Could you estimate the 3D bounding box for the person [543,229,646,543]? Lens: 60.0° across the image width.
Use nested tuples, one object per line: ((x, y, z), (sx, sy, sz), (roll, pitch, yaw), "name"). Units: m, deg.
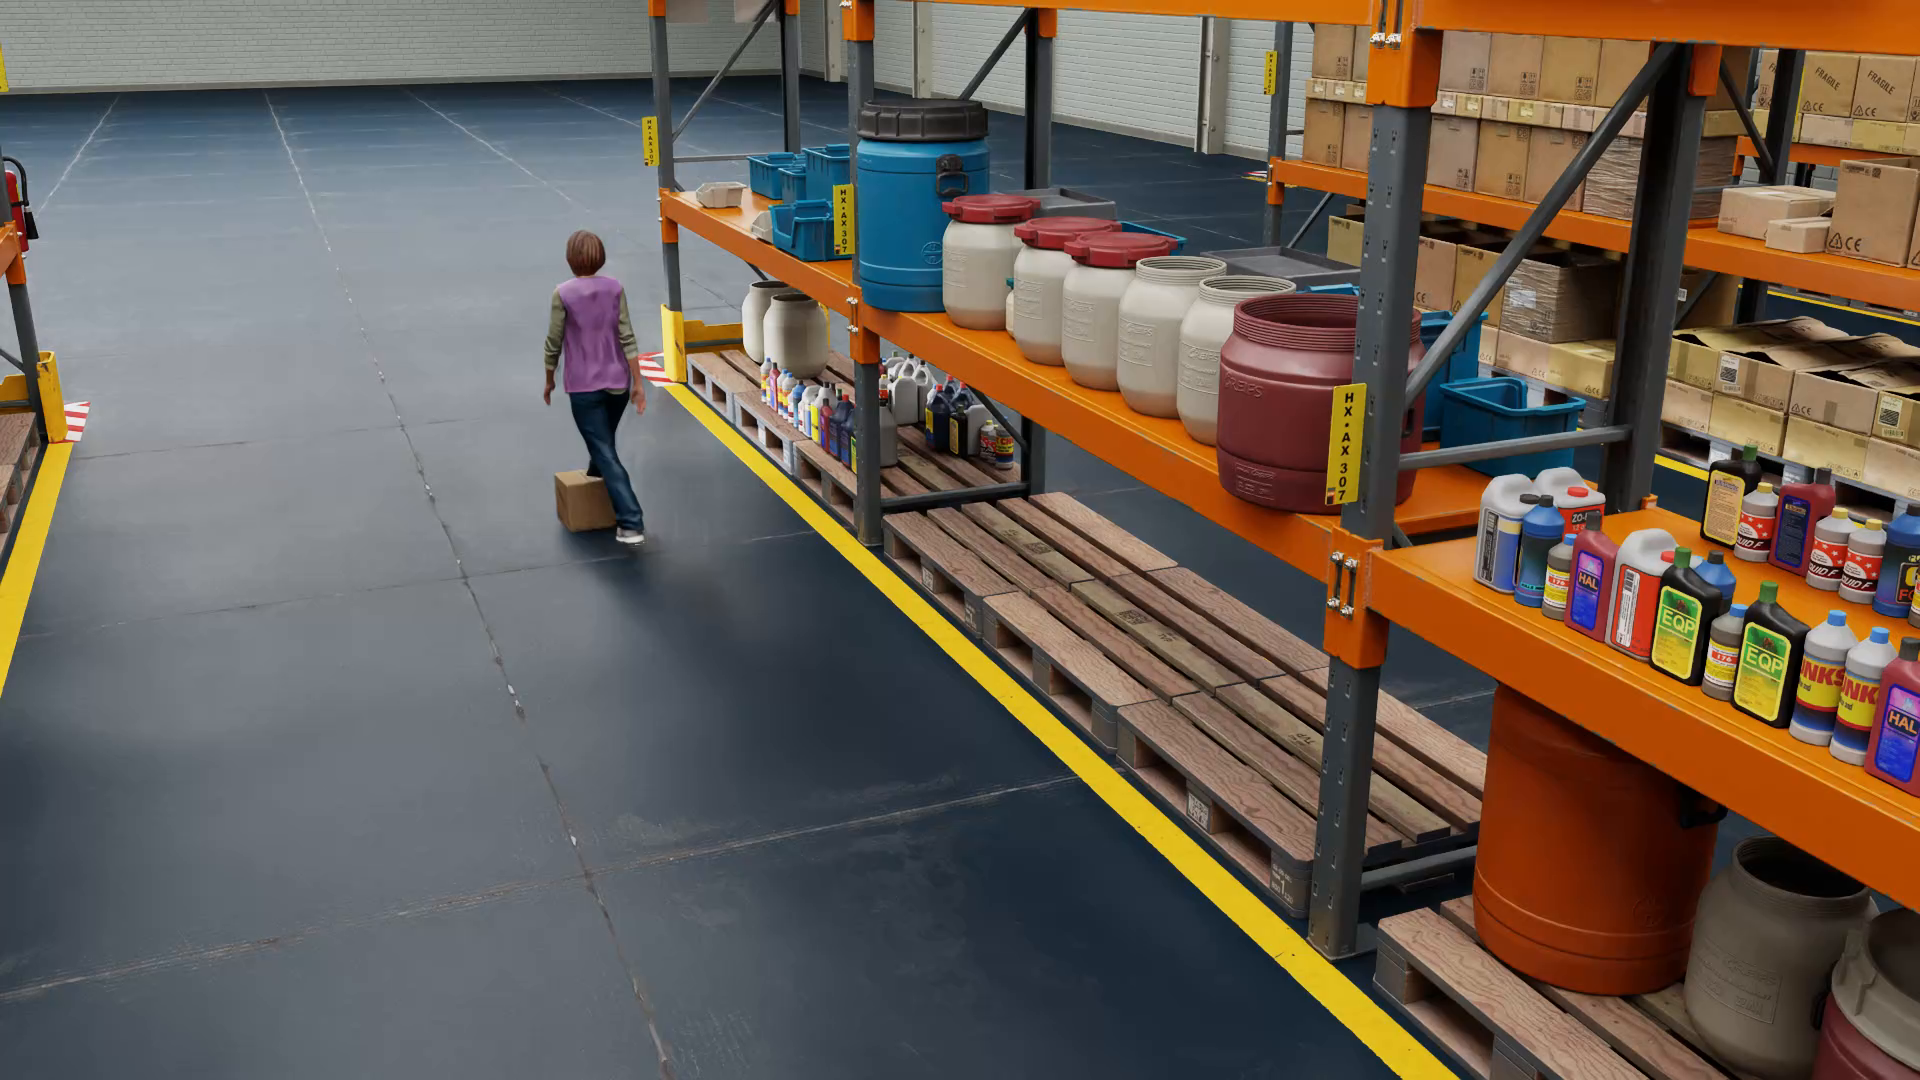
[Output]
((-1.857, -0.791, 8.354), (0.424, 1.524, 1.016), (-14, 23, -34), "person")
